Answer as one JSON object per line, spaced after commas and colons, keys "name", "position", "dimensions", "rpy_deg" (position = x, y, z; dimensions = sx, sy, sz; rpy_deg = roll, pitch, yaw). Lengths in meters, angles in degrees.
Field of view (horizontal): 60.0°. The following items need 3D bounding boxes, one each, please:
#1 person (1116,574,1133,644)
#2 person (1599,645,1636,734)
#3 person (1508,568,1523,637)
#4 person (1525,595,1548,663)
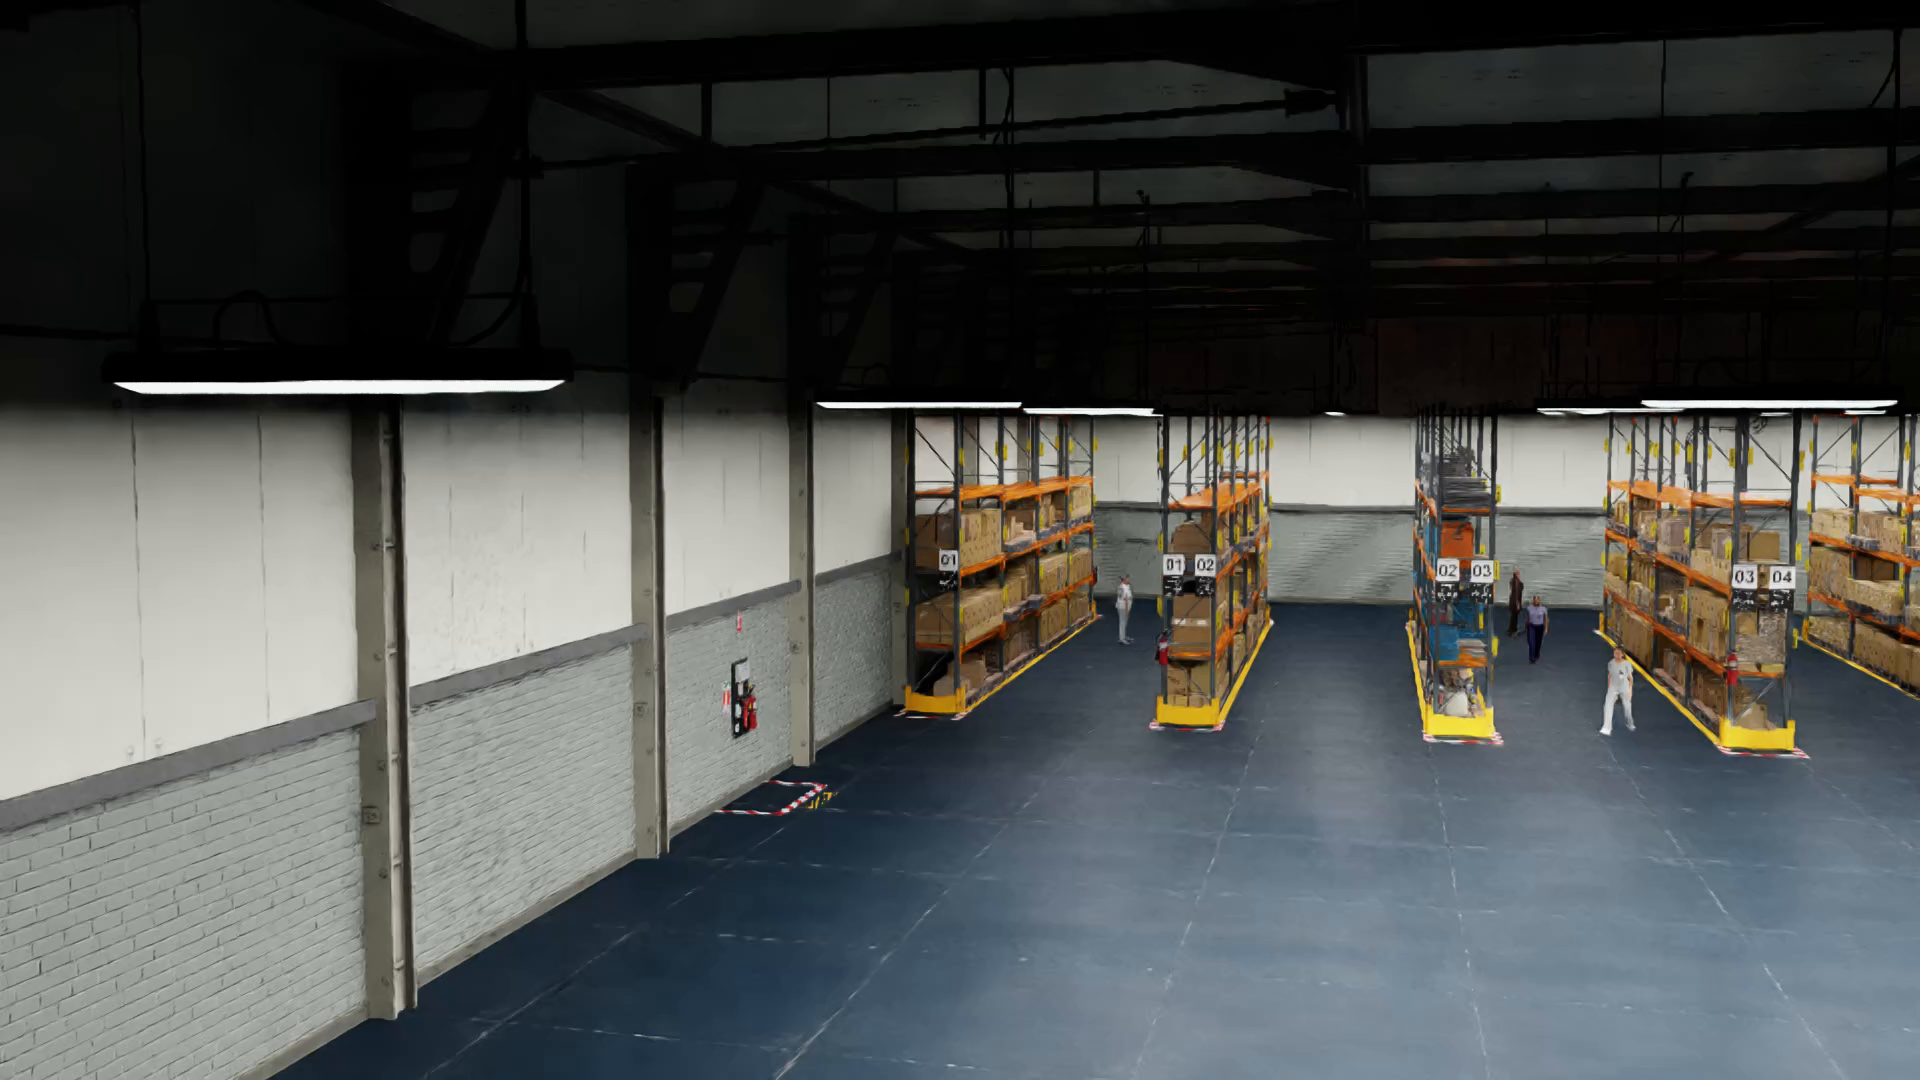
{"name": "person", "position": [4.234, 1.742, 42.444], "dimensions": [0.492, 1.764, 0.625], "rpy_deg": [-1, 4, -9]}
{"name": "person", "position": [12.012, 2.713, 30.284], "dimensions": [0.482, 1.615, 0.957], "rpy_deg": [3, 5, 36]}
{"name": "person", "position": [14.657, 1.689, 43.795], "dimensions": [0.439, 1.662, 0.683], "rpy_deg": [1, 4, 8]}
{"name": "person", "position": [13.593, 2.072, 39.177], "dimensions": [0.493, 1.589, 0.991], "rpy_deg": [1, 4, 13]}
